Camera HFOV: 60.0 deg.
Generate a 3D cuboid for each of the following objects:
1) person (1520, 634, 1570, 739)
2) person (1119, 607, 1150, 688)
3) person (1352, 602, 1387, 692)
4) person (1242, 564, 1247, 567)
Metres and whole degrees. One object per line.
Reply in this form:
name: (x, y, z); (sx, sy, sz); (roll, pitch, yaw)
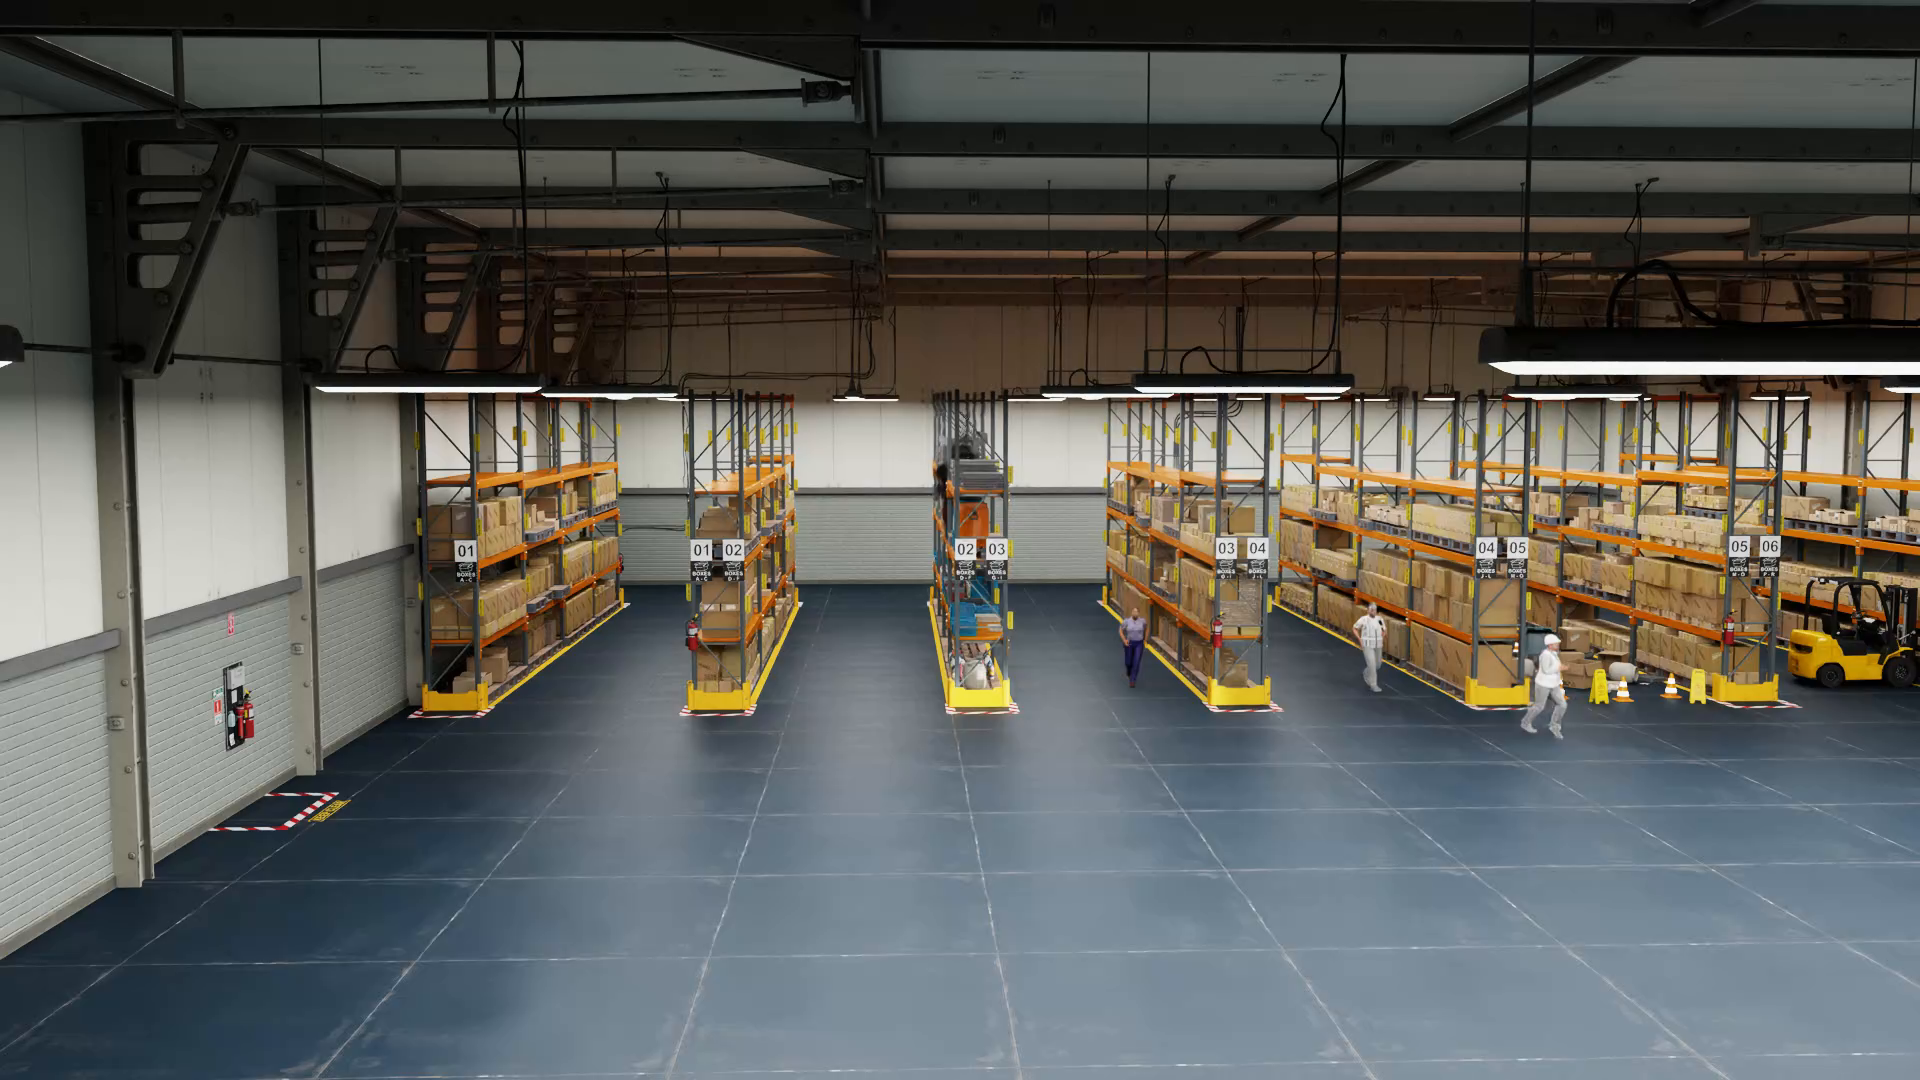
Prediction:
person: (10.055, 2.523, 28.545); (0.830, 1.843, 0.625); (4, 6, 43)
person: (3.560, 2.174, 33.970); (0.630, 1.612, 0.771); (0, 5, 2)
person: (8.253, 2.114, 33.321); (0.673, 1.754, 0.928); (-1, 5, -15)
person: (8.080, 1.114, 46.549); (0.621, 1.677, 0.590); (0, 5, -5)
